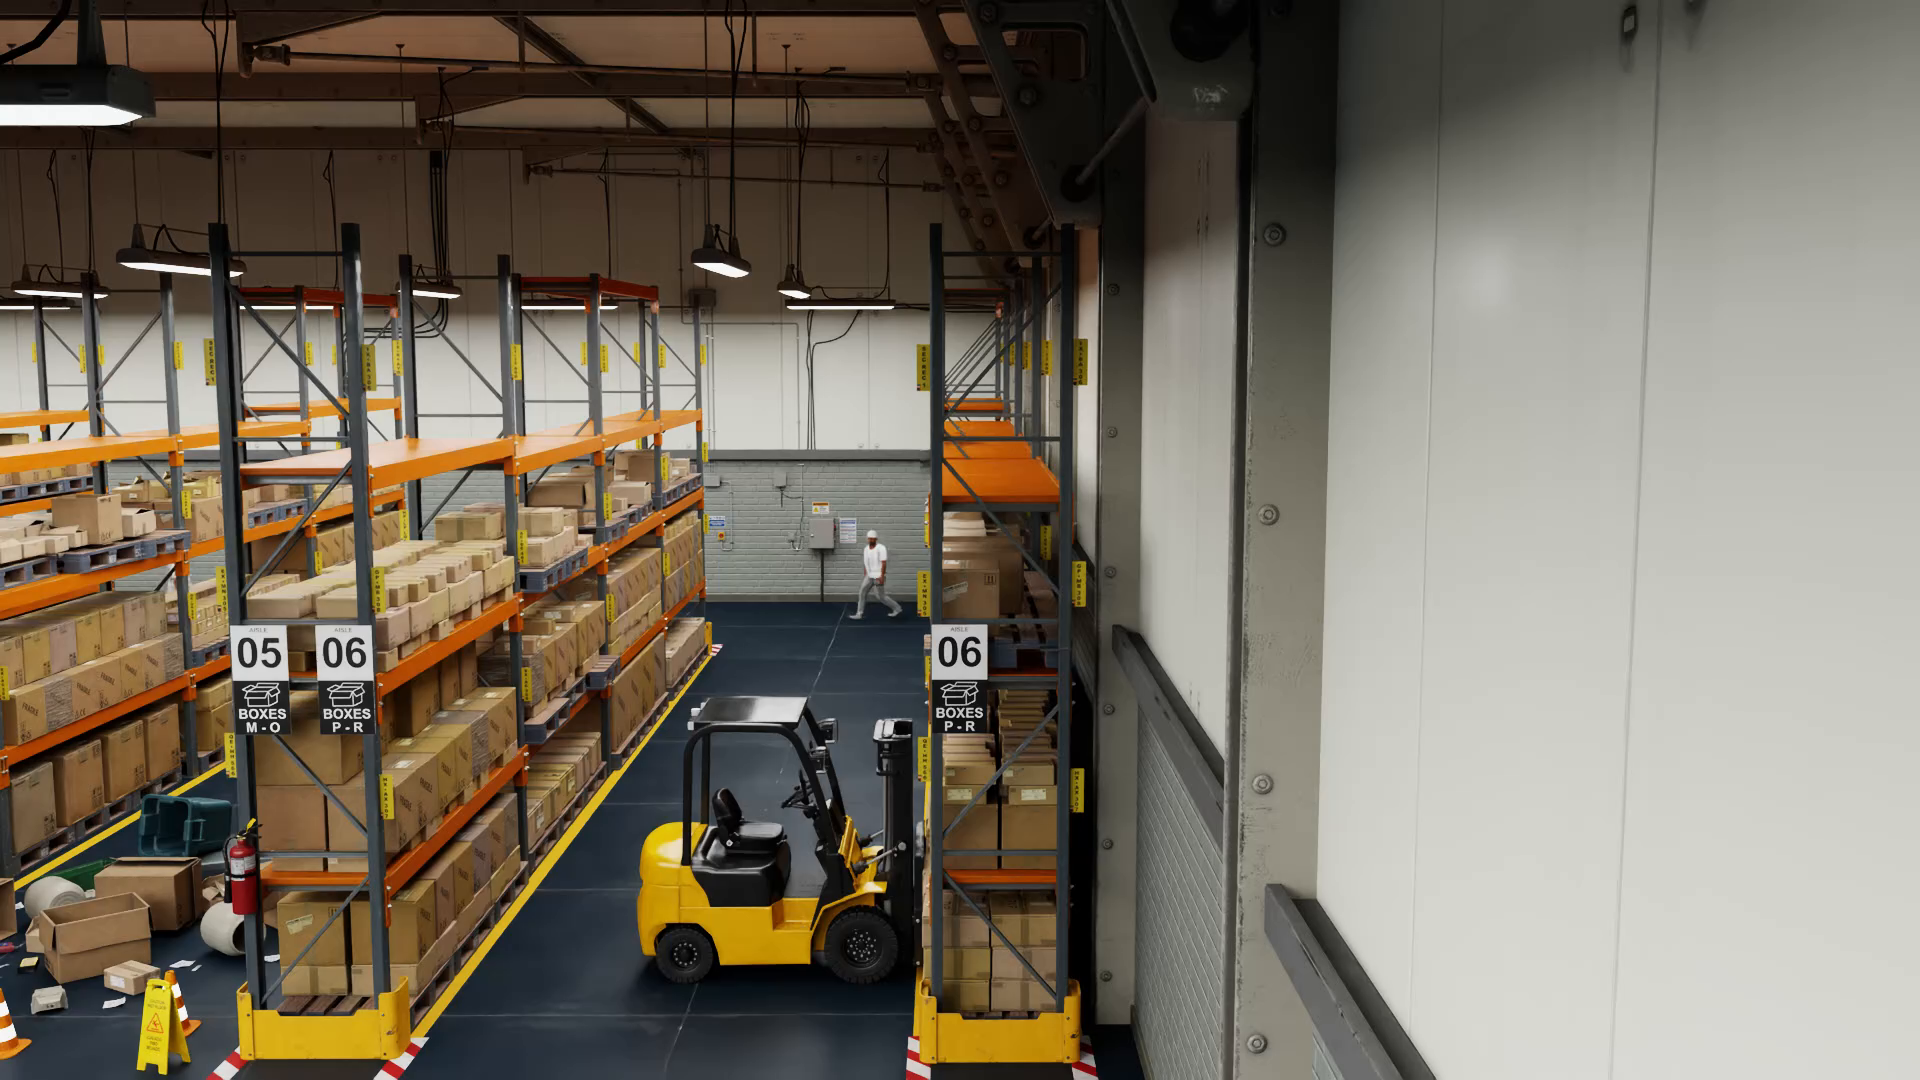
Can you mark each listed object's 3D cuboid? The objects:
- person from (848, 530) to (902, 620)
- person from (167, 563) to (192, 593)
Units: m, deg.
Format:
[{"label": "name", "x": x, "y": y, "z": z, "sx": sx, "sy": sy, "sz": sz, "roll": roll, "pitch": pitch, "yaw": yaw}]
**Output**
[{"label": "person", "x": -1.600, "y": 0.670, "z": 31.321, "sx": 0.925, "sy": 1.729, "sz": 0.643, "roll": -4, "pitch": 8, "yaw": -32}, {"label": "person", "x": -13.464, "y": 0.959, "z": 28.683, "sx": 0.410, "sy": 1.806, "sz": 0.634, "roll": -4, "pitch": 8, "yaw": -29}]
